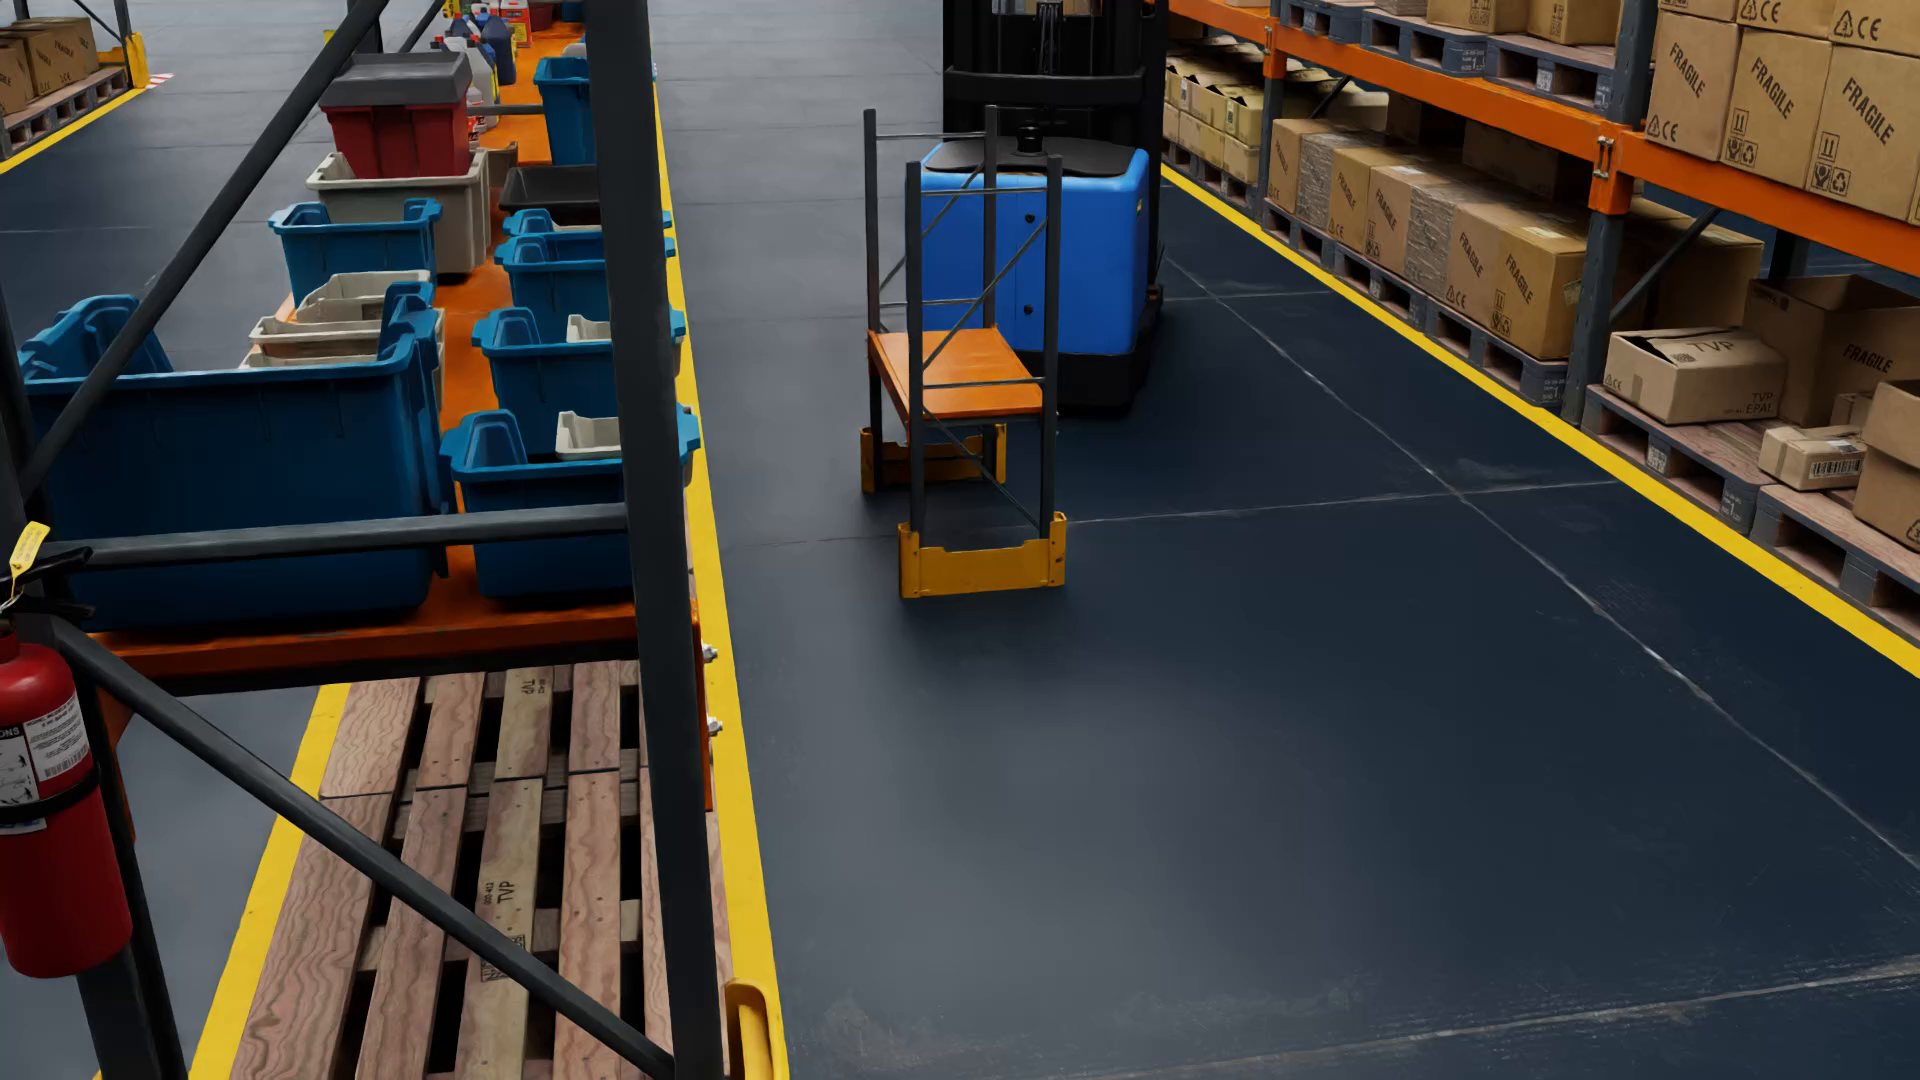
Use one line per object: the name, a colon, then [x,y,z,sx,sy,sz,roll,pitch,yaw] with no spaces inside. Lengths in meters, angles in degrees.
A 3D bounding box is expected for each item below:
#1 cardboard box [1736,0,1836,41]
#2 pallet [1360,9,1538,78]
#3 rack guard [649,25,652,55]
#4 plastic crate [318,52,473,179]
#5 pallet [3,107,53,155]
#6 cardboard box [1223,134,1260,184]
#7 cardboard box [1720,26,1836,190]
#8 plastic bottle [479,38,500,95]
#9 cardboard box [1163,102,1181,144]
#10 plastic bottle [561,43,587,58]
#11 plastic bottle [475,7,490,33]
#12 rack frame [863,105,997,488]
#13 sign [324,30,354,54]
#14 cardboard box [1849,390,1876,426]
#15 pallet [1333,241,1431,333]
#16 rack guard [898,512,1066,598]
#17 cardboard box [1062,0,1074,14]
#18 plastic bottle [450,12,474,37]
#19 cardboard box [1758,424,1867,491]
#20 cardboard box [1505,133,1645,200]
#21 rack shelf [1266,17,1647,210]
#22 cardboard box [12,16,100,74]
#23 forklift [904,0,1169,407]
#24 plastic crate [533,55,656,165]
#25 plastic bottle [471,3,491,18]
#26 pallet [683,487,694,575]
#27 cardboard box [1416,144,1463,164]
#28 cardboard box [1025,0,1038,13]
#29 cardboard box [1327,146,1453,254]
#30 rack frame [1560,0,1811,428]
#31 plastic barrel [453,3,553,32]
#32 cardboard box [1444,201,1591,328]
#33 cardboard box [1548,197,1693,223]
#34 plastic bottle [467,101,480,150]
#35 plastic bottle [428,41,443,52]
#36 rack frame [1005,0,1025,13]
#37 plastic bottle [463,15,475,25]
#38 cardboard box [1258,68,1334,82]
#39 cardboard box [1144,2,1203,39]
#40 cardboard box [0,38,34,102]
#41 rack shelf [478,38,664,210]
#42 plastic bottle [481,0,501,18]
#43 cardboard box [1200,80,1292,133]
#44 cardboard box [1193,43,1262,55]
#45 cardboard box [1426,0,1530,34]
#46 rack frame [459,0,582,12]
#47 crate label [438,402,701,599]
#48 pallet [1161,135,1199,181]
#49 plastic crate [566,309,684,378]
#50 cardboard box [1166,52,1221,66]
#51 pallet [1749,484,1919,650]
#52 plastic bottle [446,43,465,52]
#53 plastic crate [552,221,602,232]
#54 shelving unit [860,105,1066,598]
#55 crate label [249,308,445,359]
cardboard box: [3.116,-2.030,5.777,0.500,0.500,0.500,-5,24,-11]
pallet: [2.834,-2.656,8.824,1.003,0.211,1.213,-4,24,-10]
rack guard: [-3.818,-5.118,17.345,1.175,0.500,0.348,-4,24,-10]
plastic crate: [-1.741,-1.257,5.226,0.402,0.464,0.583,-4,24,-10]
pallet: [-8.165,-3.334,13.620,1.003,0.211,1.213,-4,24,-10]
cardboard box: [2.133,-2.630,11.435,0.500,0.250,0.500,-4,24,-8]
cardboard box: [3.134,-1.559,5.948,0.500,0.500,0.500,-4,24,-9]
plastic bottle: [-2.159,-2.145,7.575,0.097,0.271,0.097,0,24,0]
cardboard box: [1.846,-3.233,12.814,0.500,0.250,0.500,-4,24,-9]
plastic bottle: [-1.691,-2.077,7.412,0.152,0.276,0.135,-4,24,-10]
plastic bottle: [-2.497,-2.665,8.766,0.097,0.271,0.097,0,24,0]
rack frame: [-0.110,-0.921,6.484,0.500,1.500,0.032,-4,24,-10]
sign: [-2.200,-1.657,5.951,0.100,0.325,0.005,-4,24,-10]
cardboard box: [3.732,-0.407,6.243,0.500,0.311,0.500,-4,24,-10]
pallet: [2.793,-1.455,9.319,1.003,0.211,1.213,-4,24,-10]
rack guard: [0.078,0.051,5.820,0.587,0.250,0.087,-4,24,-10]
cardboard box: [1.252,-4.918,15.737,0.500,0.500,0.500,-4,24,-10]
plastic bottle: [-2.354,-2.318,7.872,0.144,0.351,0.185,-4,24,-10]
cardboard box: [3.244,-0.318,6.220,0.380,0.166,0.250,-4,24,-10]
cardboard box: [3.175,-1.937,8.573,0.500,0.250,0.500,-4,24,-10]
rack shelf: [2.840,-2.392,8.879,1.077,0.370,4.000,-4,24,-10]
cardboard box: [-8.647,-4.724,15.916,0.500,0.500,0.500,0,24,0]
forklift: [0.502,-2.500,8.311,1.130,2.935,3.031,4,24,9]
plastic crate: [-1.238,-1.432,5.726,0.392,0.384,0.575,-4,24,-10]
plastic bottle: [-2.551,-2.711,8.864,0.152,0.276,0.135,-4,24,-10]
pallet: [-1.485,-0.006,6.000,1.003,0.211,1.213,-4,24,-10]
cardboard box: [2.969,-2.011,9.679,0.500,0.500,0.500,-5,24,-12]
cardboard box: [0.965,-5.507,17.086,0.500,0.500,0.500,-4,24,-10]
cardboard box: [2.463,-1.961,9.567,0.500,0.500,0.500,-5,24,-10]
rack frame: [3.209,-1.935,6.933,1.000,3.000,0.127,-4,24,-10]
plastic barrel: [-2.782,-3.366,10.039,0.600,0.536,0.708,-4,24,-10]
cardboard box: [2.753,-1.359,8.188,0.500,0.500,0.500,-4,24,-10]
cardboard box: [3.250,-1.409,8.301,0.500,0.500,0.500,-4,24,-9]
plastic bottle: [-1.931,-1.627,6.475,0.097,0.201,0.097,0,24,0]
plastic bottle: [-2.151,-1.885,6.880,0.144,0.351,0.185,-4,24,-10]
rack frame: [0.990,-6.655,17.741,1.000,3.000,0.127,-4,24,-10]
plastic bottle: [-2.489,-2.518,8.427,0.097,0.271,0.097,0,24,0]
cardboard box: [2.464,-3.333,12.343,0.500,0.311,0.500,-5,24,-11]
cardboard box: [1.952,-4.564,14.925,0.500,0.500,0.500,-4,24,-10]
cardboard box: [-8.346,-4.021,14.307,0.500,0.500,0.500,-6,24,-14]
rack shelf: [-2.029,-2.027,8.043,1.077,0.370,4.000,-4,24,-10]
plastic bottle: [-2.637,-2.893,9.280,0.152,0.276,0.135,-4,24,-10]
cardboard box: [2.028,-3.090,11.787,0.500,0.311,0.500,-5,24,-11]
cardboard box: [2.189,-3.929,13.709,0.500,0.311,0.500,-4,24,-8]
cardboard box: [2.822,-2.864,8.410,0.700,0.500,0.500,-11,26,-23]
rack frame: [-2.399,-3.144,9.700,1.000,3.000,0.127,-4,24,-10]
crate label: [-0.642,-0.069,2.795,0.416,0.233,0.303,-4,24,-10]
pallet: [2.134,-3.036,12.938,1.003,0.211,1.213,-4,24,-10]
plastic crate: [-0.745,-0.424,3.728,0.250,0.136,0.298,-4,24,-10]
cardboard box: [1.746,-3.690,13.160,0.500,0.311,0.500,-5,24,-11]
pallet: [3.564,0.094,5.772,1.003,0.211,1.213,-4,24,-10]
plastic bottle: [-2.235,-2.039,7.327,0.152,0.276,0.135,-4,24,-10]
plastic crate: [-1.042,-0.814,4.621,0.293,0.136,0.466,-4,24,-10]
shelving unit: [-0.014,-0.717,6.018,0.587,1.500,1.083,-4,24,-10]
crate label: [-1.363,-0.434,3.750,0.396,0.136,0.243,-4,24,-10]
